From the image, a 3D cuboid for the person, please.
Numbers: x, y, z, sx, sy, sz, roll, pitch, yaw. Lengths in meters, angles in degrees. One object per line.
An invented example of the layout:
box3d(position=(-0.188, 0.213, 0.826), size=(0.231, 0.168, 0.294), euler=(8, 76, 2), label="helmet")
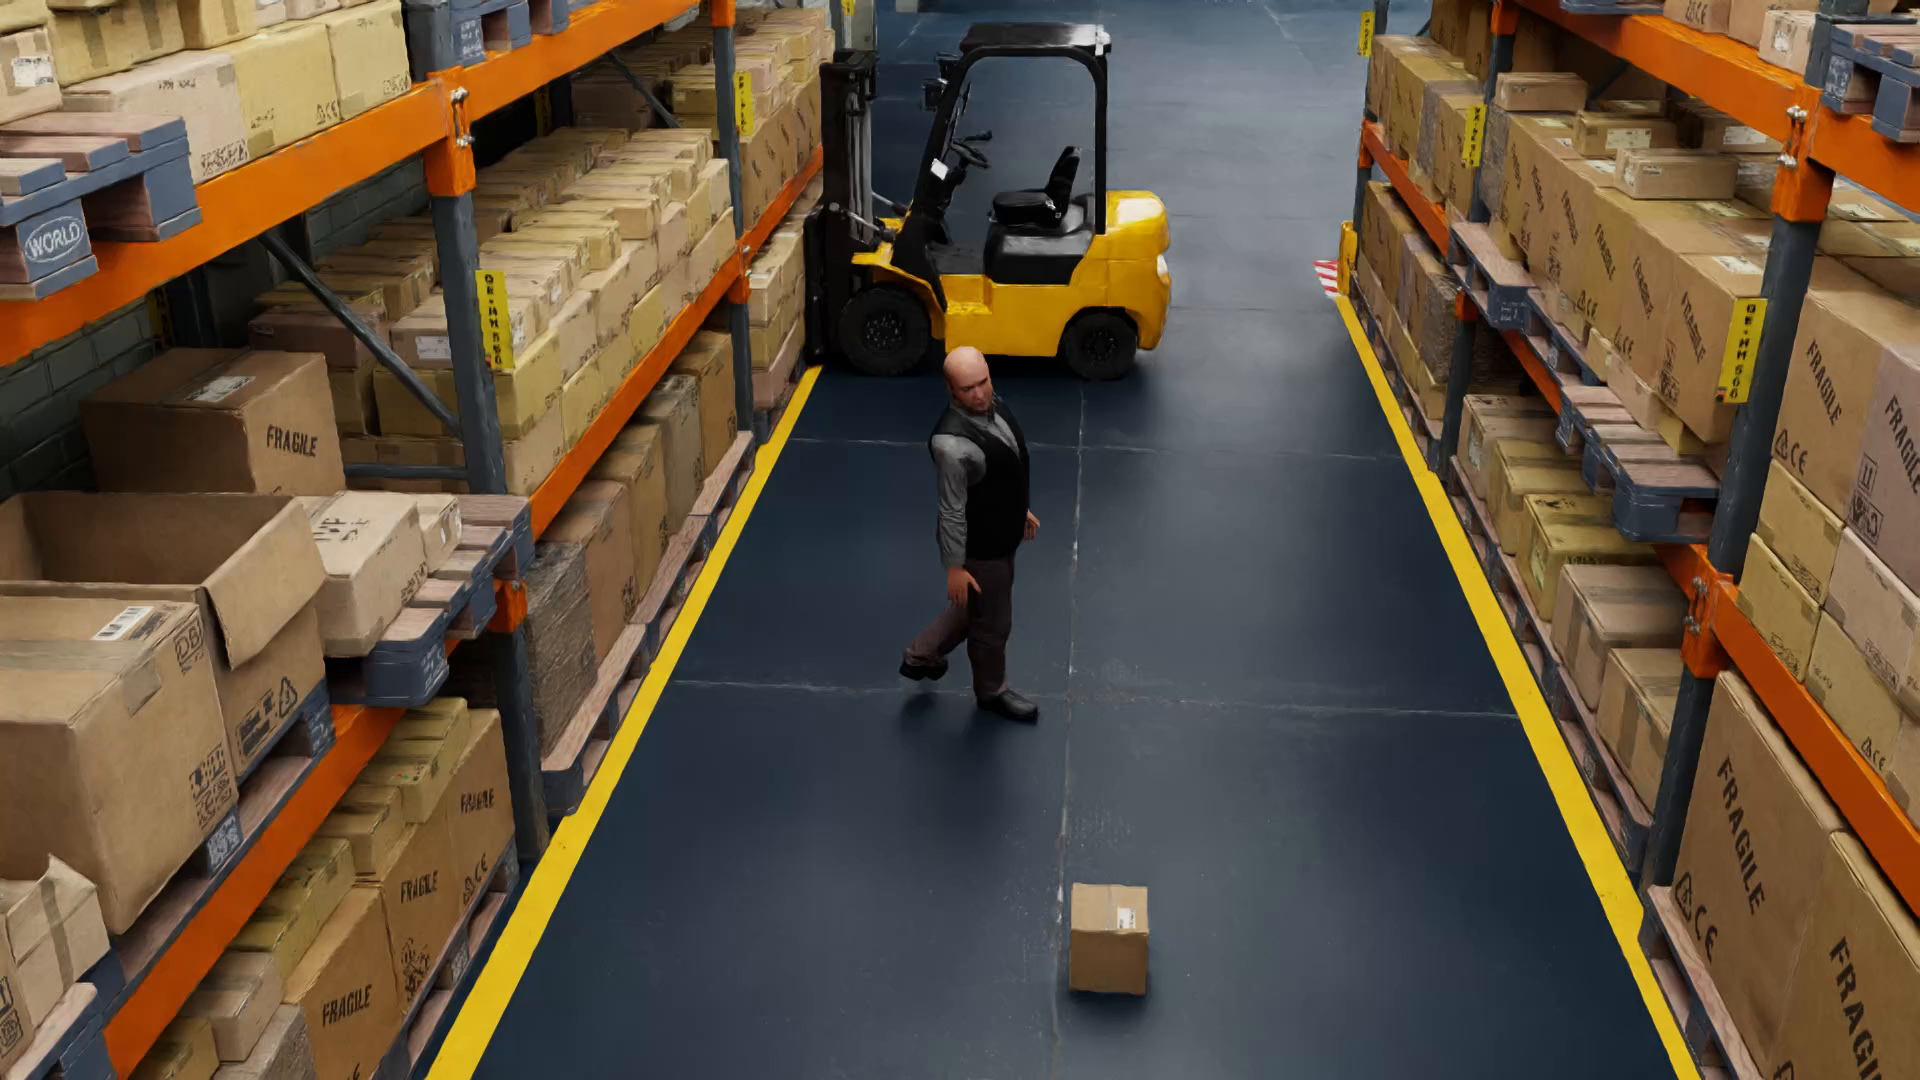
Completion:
box3d(position=(0.027, -0.004, 6.685), size=(0.604, 1.689, 0.607), euler=(4, 25, 8), label="person")
